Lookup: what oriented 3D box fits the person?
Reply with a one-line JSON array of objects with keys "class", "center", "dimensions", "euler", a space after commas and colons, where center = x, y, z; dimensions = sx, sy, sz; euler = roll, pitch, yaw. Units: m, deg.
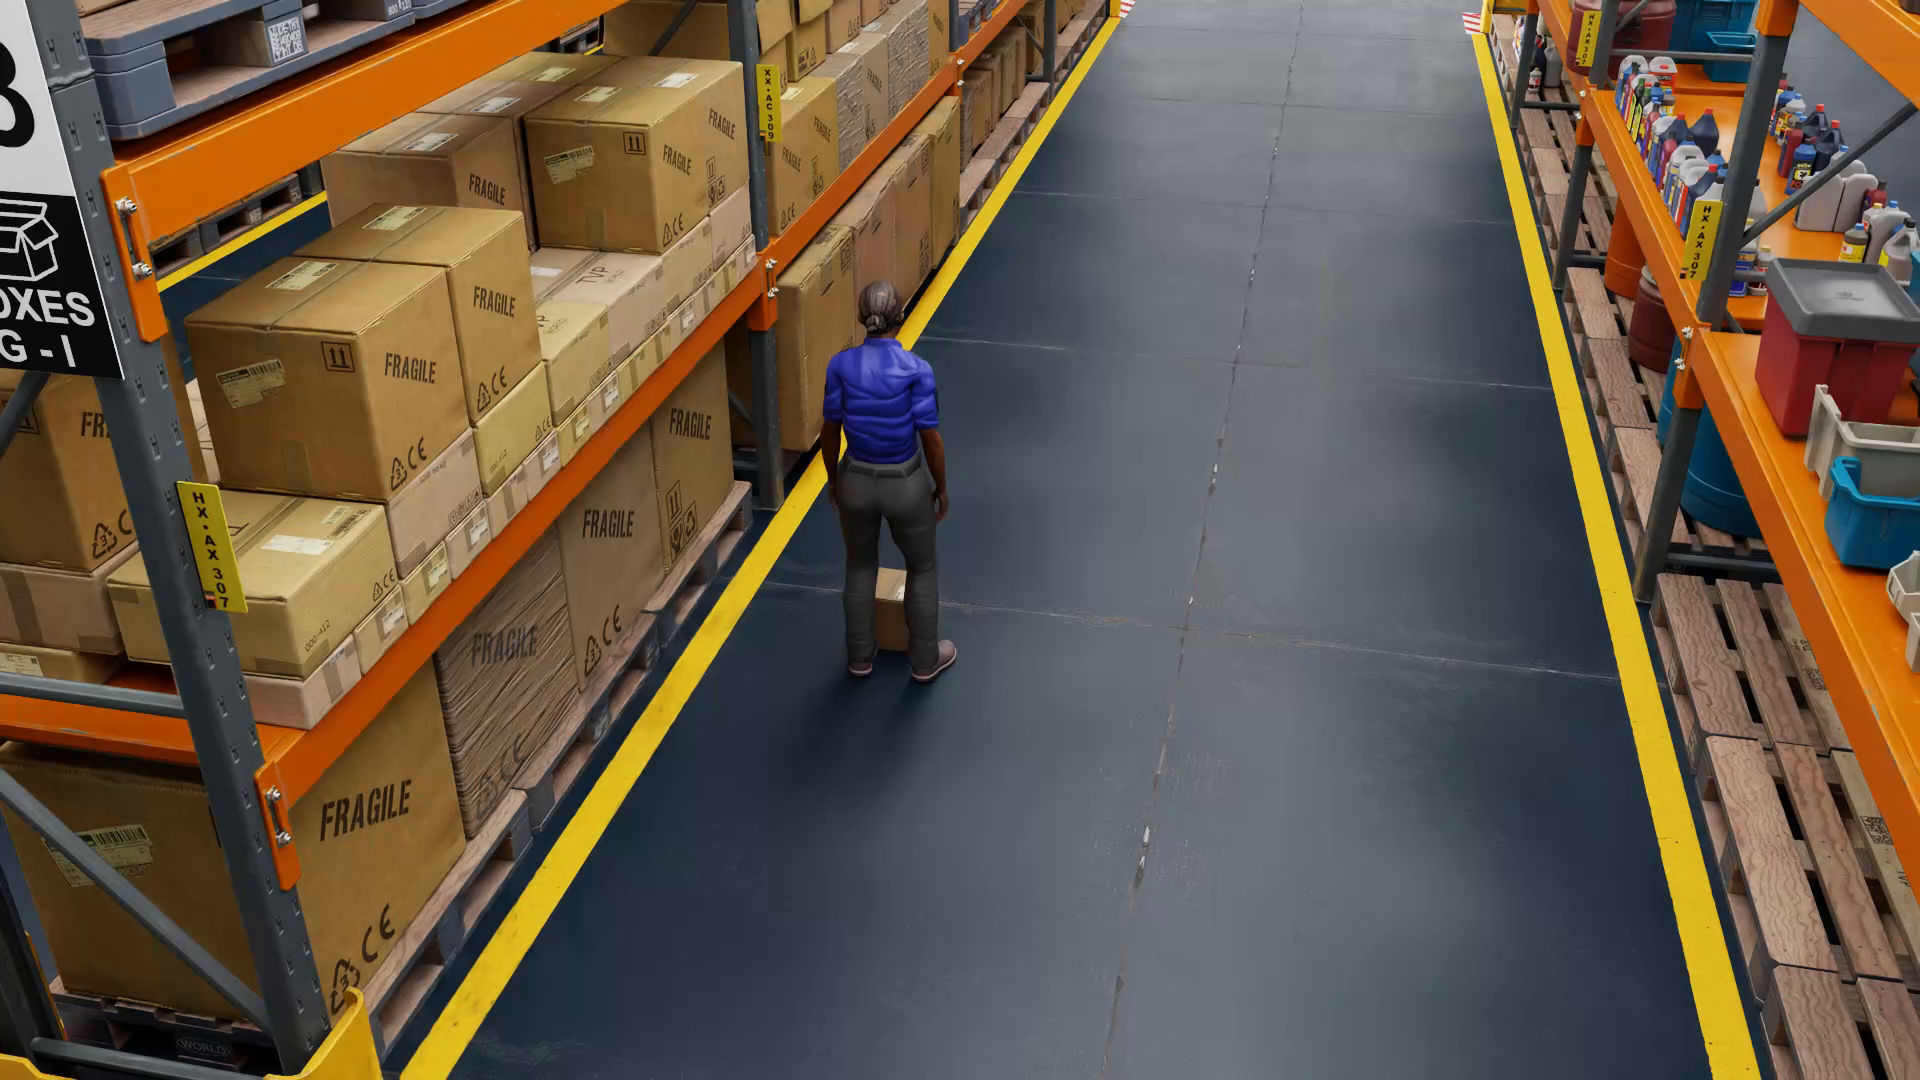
[{"class": "person", "center": [-0.284, -0.204, 6.498], "dimensions": [0.505, 1.654, 0.352], "euler": [6, 30, 11]}]
